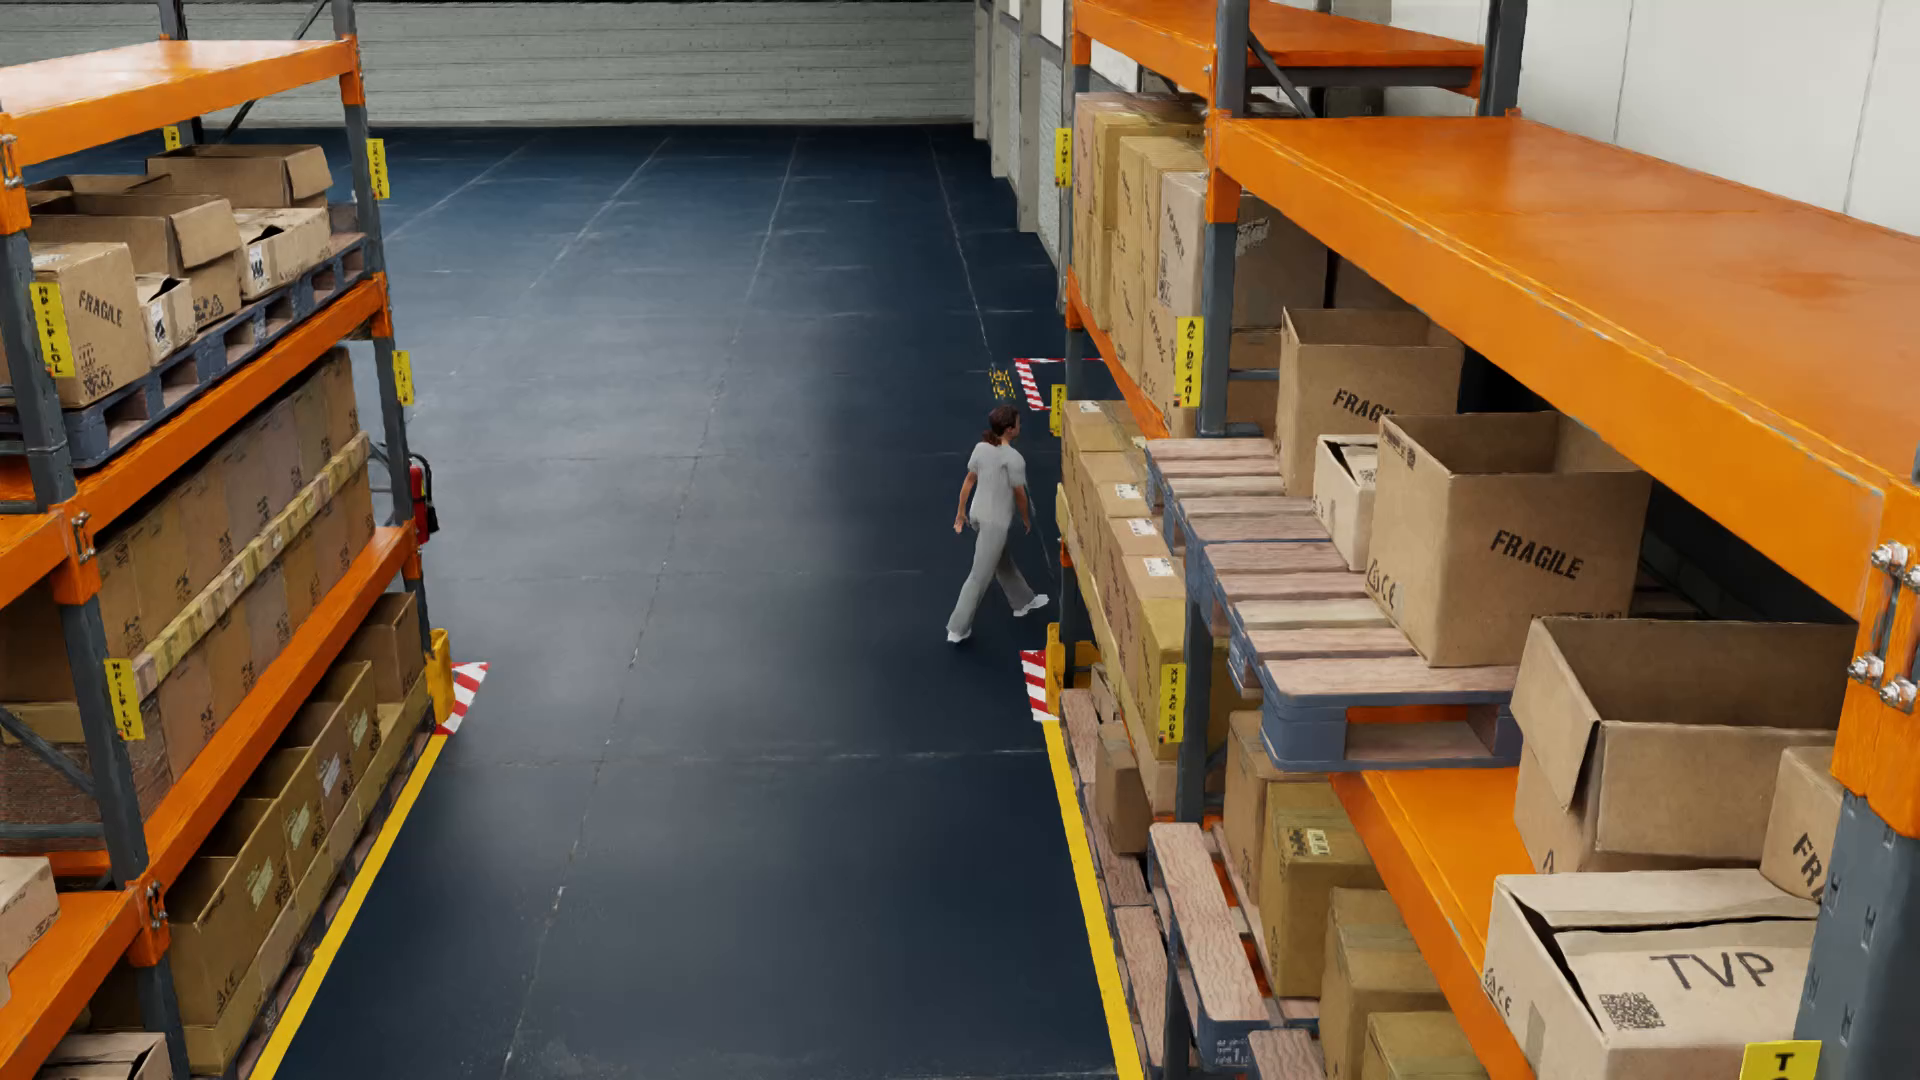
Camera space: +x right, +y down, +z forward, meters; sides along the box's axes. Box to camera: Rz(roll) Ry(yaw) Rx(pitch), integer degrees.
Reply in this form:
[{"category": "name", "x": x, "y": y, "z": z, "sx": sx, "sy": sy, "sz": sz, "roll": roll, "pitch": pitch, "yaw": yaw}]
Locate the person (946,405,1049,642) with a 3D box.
[{"category": "person", "x": 0.281, "y": -0.145, "z": 11.463, "sx": 0.953, "sy": 1.619, "sz": 0.470, "roll": -11, "pitch": 23, "yaw": -28}]
